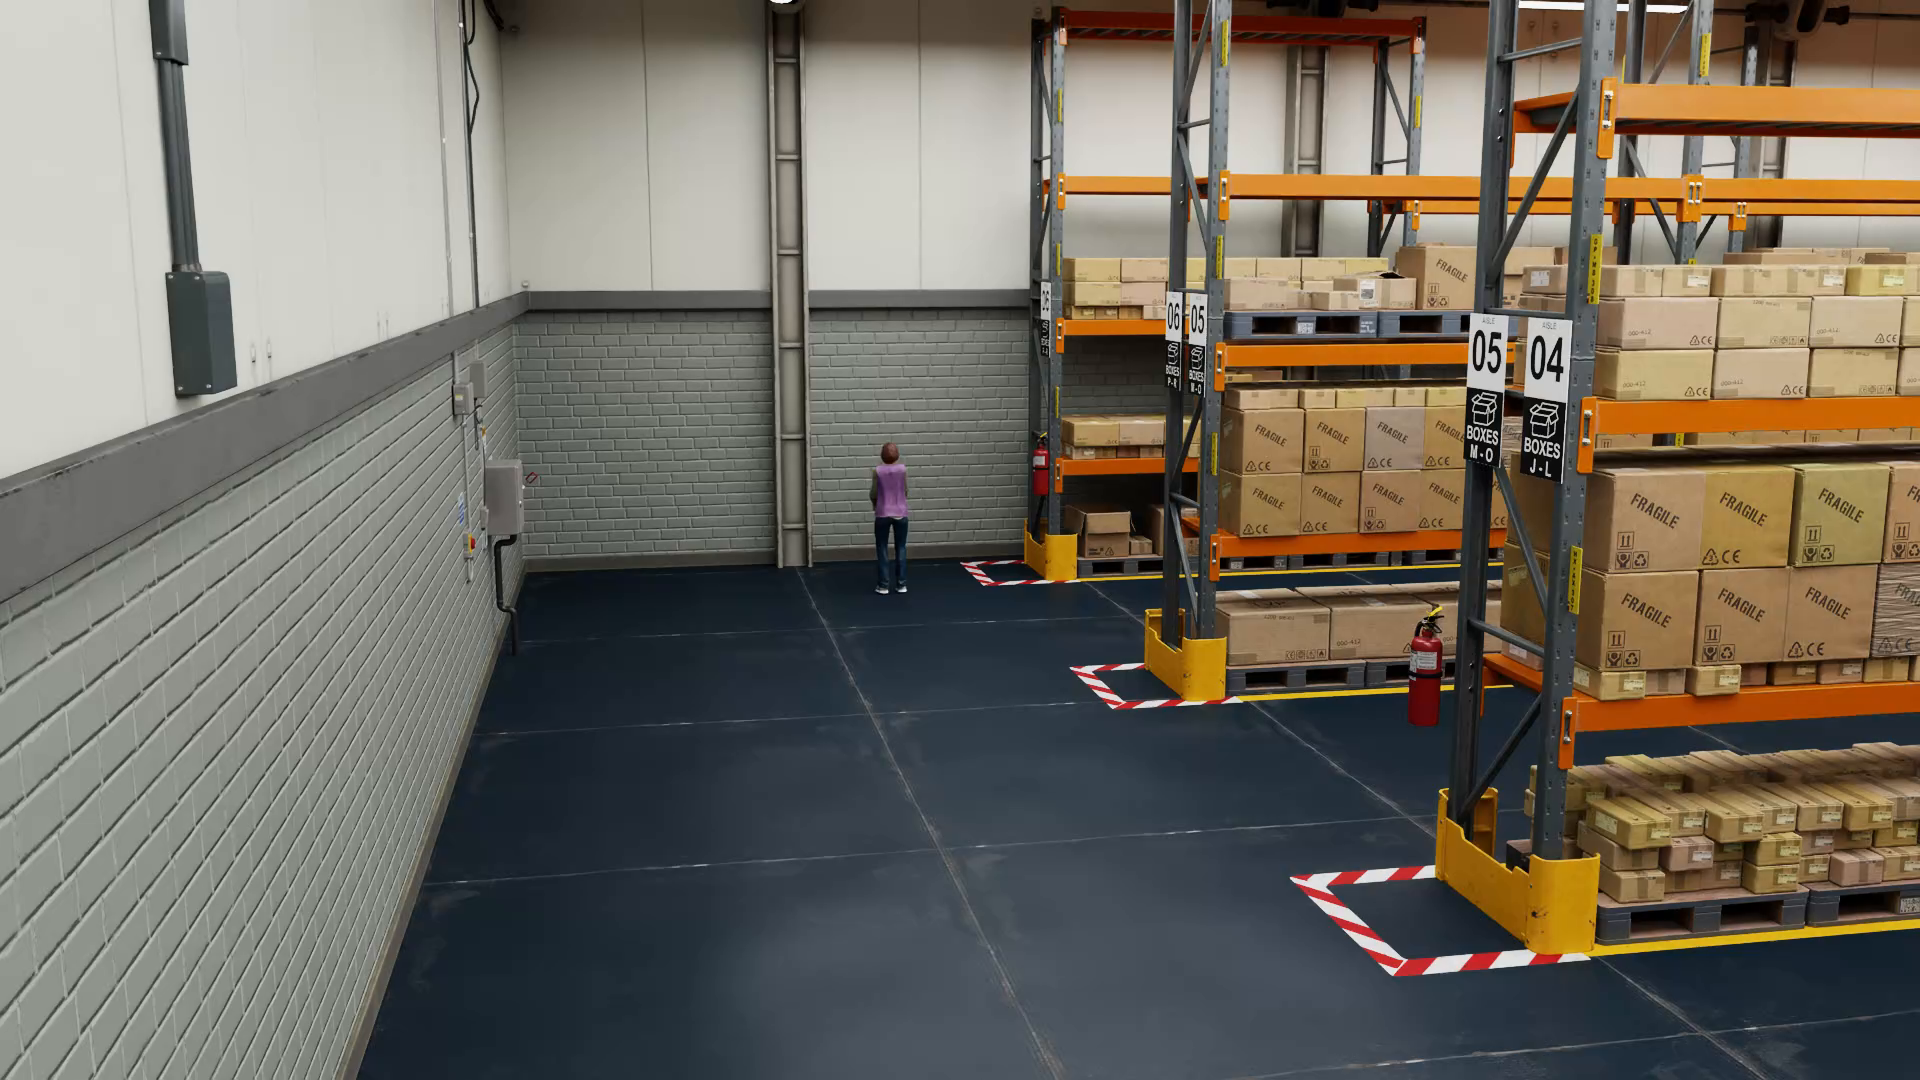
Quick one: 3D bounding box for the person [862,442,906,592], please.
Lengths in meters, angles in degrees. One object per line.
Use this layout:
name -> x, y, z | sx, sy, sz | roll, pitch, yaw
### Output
person -> -0.786, -0.243, 17.310 | 0.485, 1.599, 0.385 | -5, 11, -25
